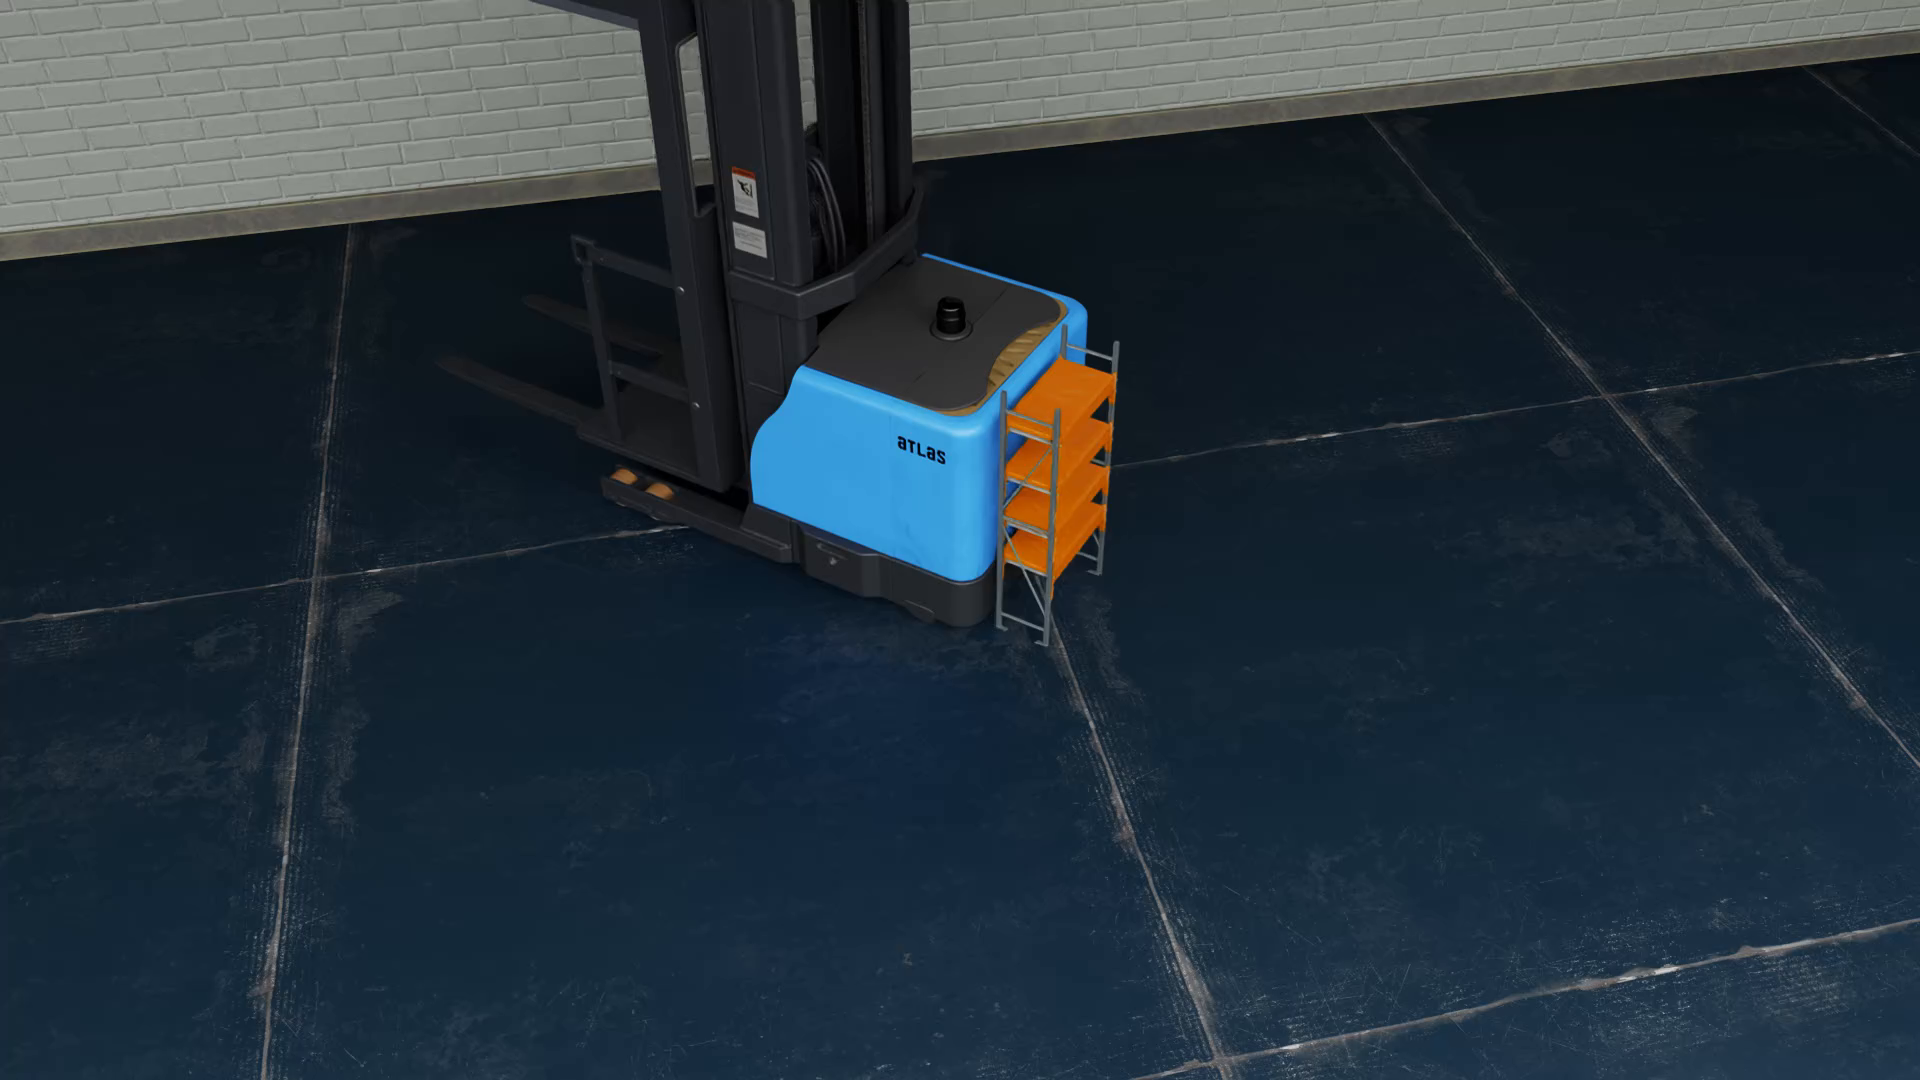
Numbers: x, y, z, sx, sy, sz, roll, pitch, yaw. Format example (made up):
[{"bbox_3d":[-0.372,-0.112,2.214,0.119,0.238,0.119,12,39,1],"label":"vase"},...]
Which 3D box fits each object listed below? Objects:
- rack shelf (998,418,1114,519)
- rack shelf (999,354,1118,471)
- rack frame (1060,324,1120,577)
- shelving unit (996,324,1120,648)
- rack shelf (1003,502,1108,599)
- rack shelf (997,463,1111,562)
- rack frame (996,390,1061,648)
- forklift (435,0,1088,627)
[{"bbox_3d":[0.376,-0.313,6.463,0.258,0.148,0.480,21,46,22],"label":"rack shelf"},{"bbox_3d":[0.376,-0.490,6.306,0.258,0.148,0.480,21,46,22],"label":"rack shelf"},{"bbox_3d":[0.497,-0.337,6.725,0.240,1.200,0.015,21,46,22],"label":"rack frame"},{"bbox_3d":[0.376,-0.196,6.567,0.258,1.200,0.503,21,46,22],"label":"shelving unit"},{"bbox_3d":[0.376,0.003,6.743,0.258,0.148,0.480,21,46,22],"label":"rack shelf"},{"bbox_3d":[0.376,-0.146,6.611,0.258,0.148,0.480,21,46,22],"label":"rack shelf"},{"bbox_3d":[0.255,-0.055,6.408,0.240,1.200,0.015,21,46,22],"label":"rack frame"},{"bbox_3d":[-1.004,-1.464,6.692,3.031,2.935,1.130,21,46,22],"label":"forklift"}]
